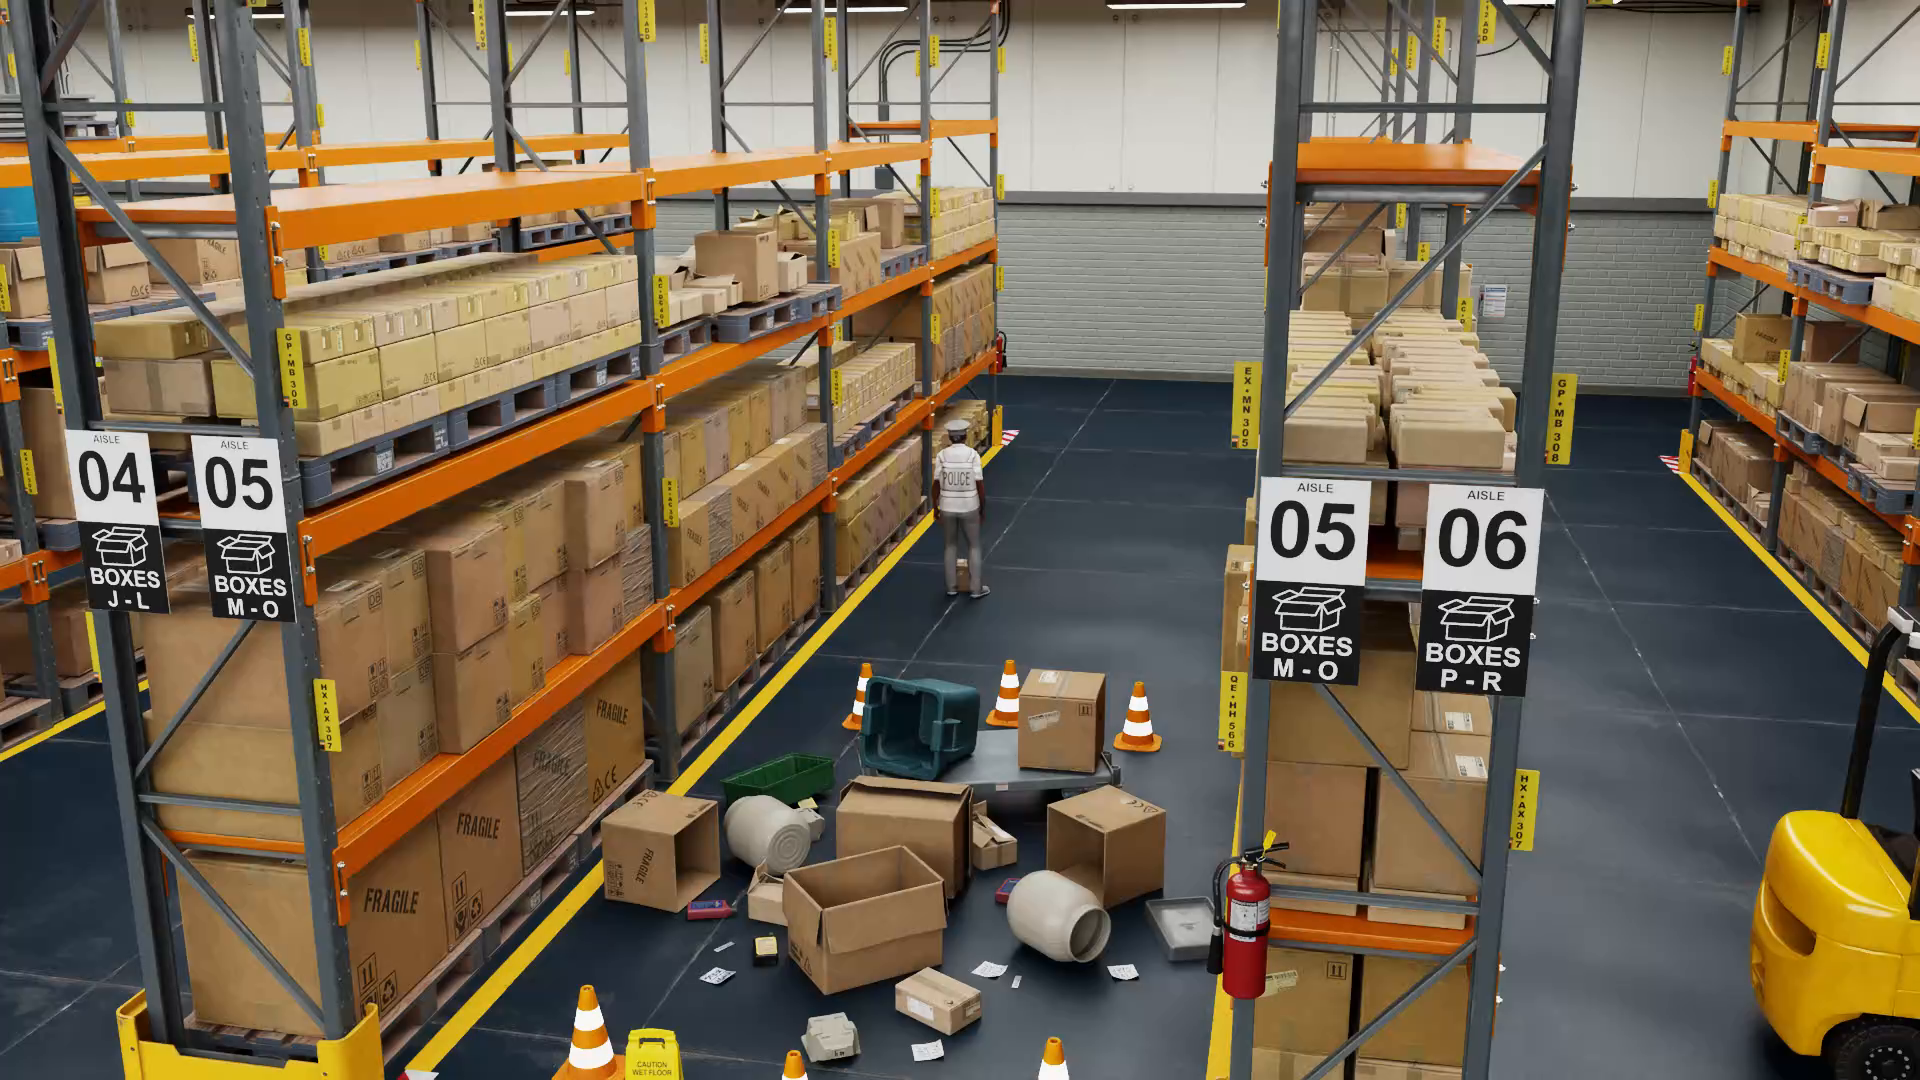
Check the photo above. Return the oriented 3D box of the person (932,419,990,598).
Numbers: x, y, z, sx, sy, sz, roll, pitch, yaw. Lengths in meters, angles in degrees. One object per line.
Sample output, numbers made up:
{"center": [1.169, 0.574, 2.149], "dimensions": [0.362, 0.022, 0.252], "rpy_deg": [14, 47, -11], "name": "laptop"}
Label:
{"center": [0.008, -0.288, 15.597], "dimensions": [0.532, 1.663, 0.422], "rpy_deg": [2, 15, 8], "name": "person"}
